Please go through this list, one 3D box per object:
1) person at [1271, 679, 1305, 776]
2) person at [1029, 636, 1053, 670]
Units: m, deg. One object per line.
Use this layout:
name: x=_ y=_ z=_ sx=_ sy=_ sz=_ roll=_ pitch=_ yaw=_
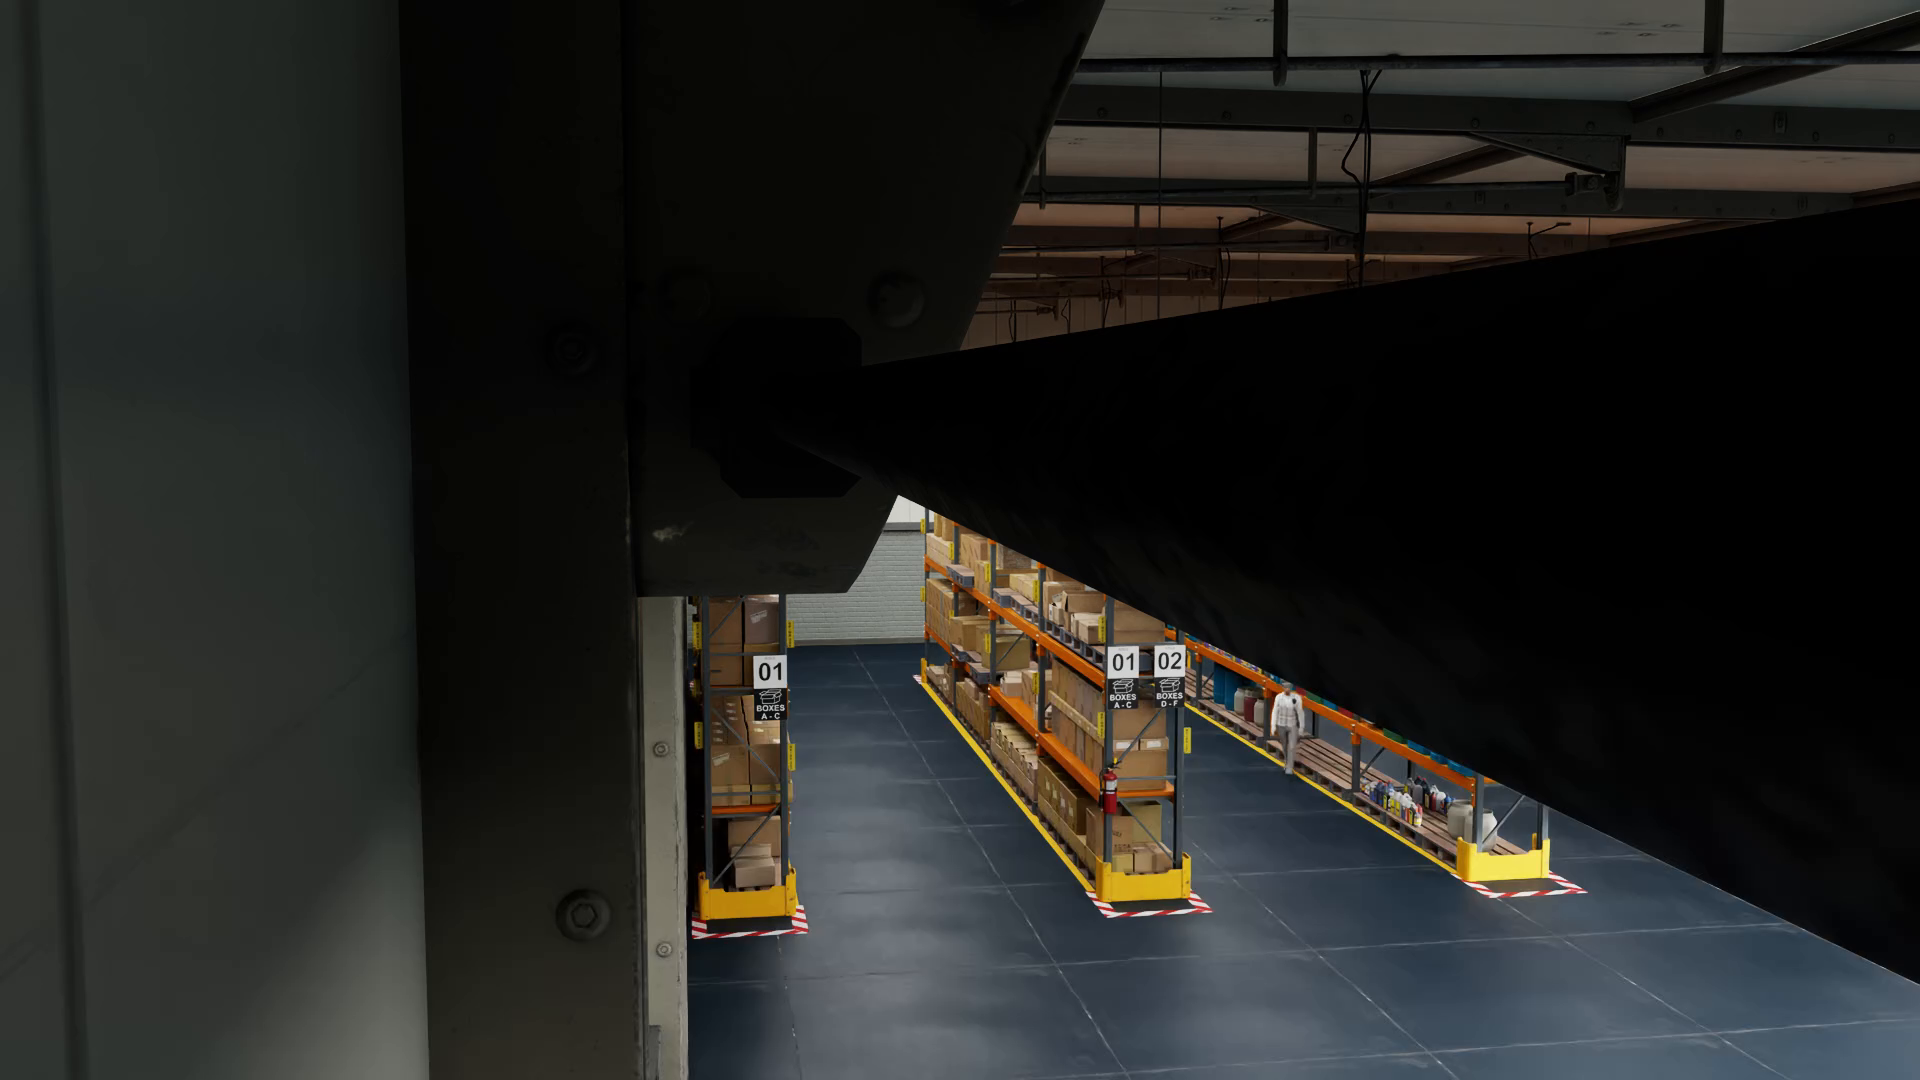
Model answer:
person: x=5.398 y=3.087 z=27.472 sx=0.514 sy=1.617 sz=1.049 roll=2 pitch=6 yaw=26
person: x=1.712 y=2.387 z=35.080 sx=0.555 sy=1.721 sz=0.481 roll=2 pitch=5 yaw=23
